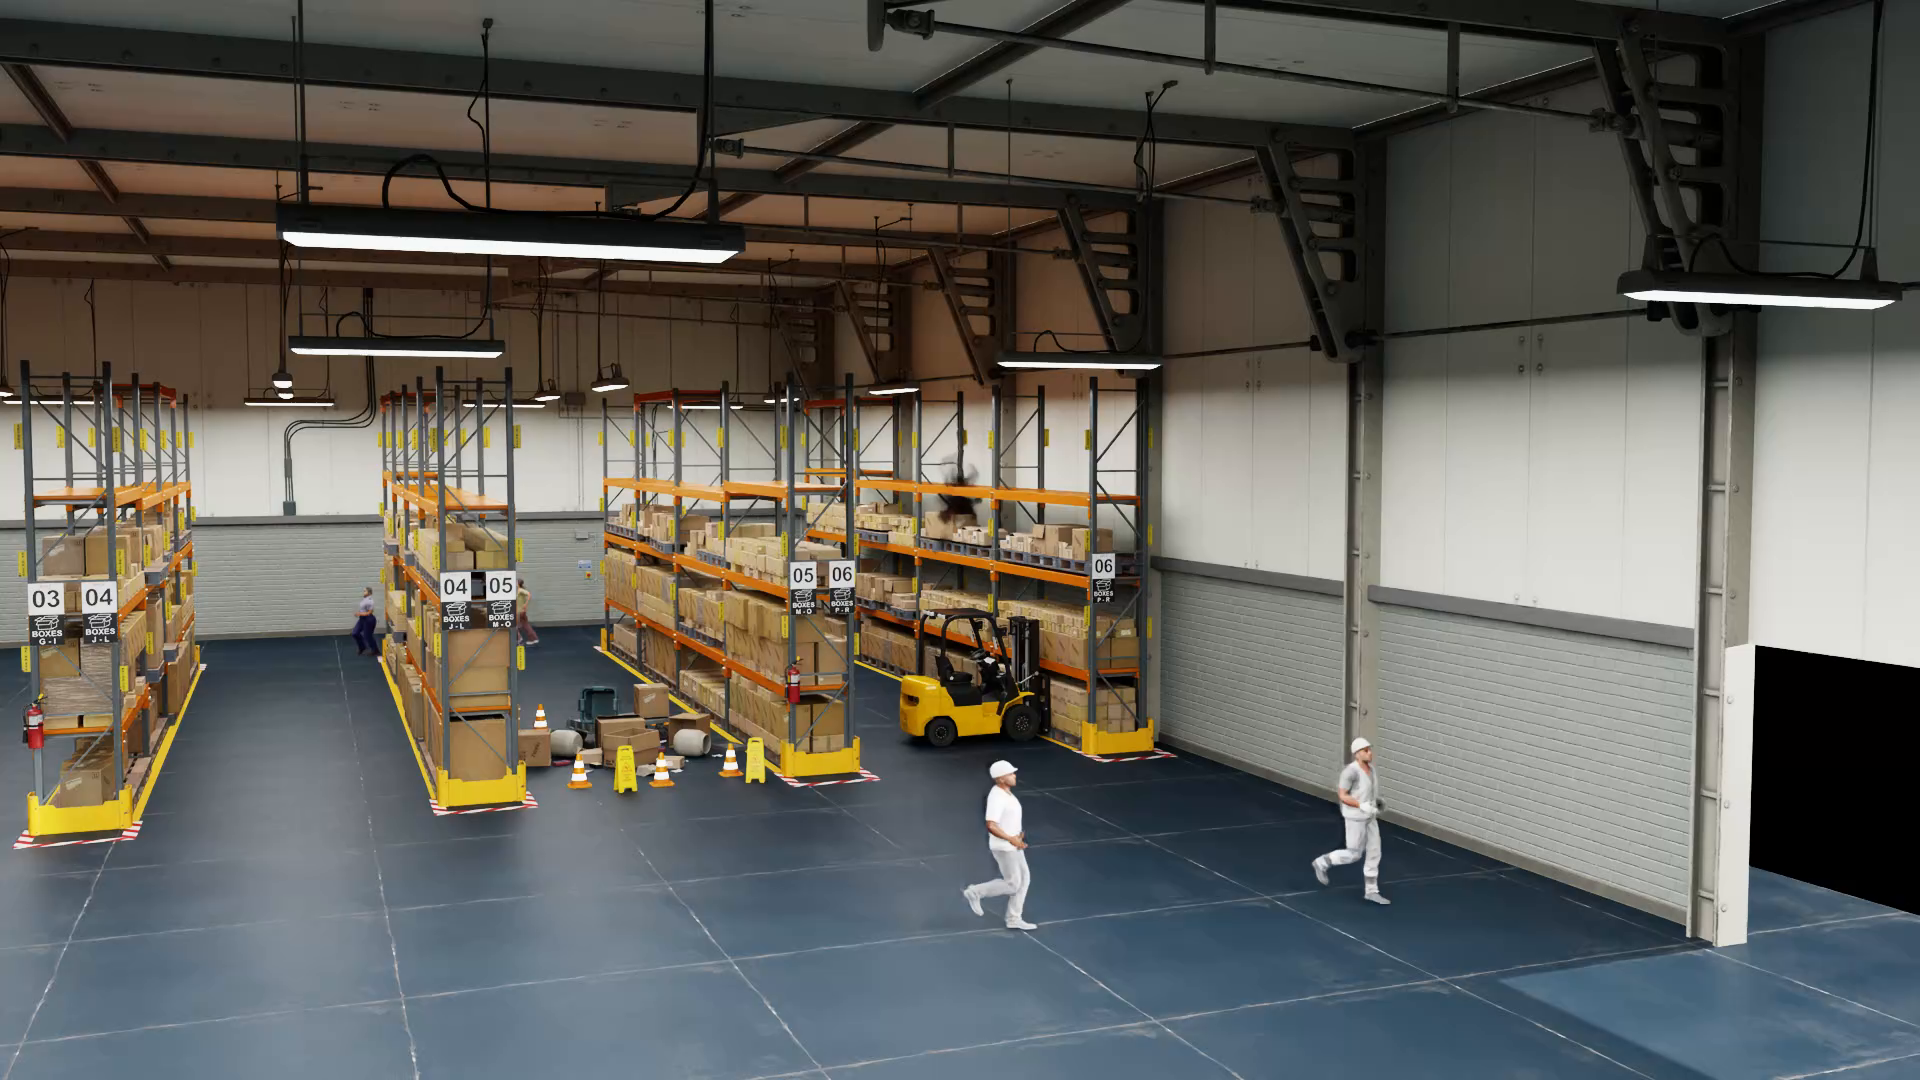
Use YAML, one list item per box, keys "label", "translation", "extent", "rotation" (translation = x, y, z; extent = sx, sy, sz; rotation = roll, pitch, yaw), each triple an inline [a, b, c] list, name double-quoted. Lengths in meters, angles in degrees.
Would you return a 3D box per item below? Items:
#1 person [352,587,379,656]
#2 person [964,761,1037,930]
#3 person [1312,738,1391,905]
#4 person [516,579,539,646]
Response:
- label: "person"
  translation: [-13.696, 1.894, 38.413]
  extent: [0.637, 1.646, 0.627]
  rotation: [3, 5, 44]
- label: "person"
  translation: [0.419, 3.119, 17.017]
  extent: [0.741, 1.735, 0.702]
  rotation: [1, 3, 10]
- label: "person"
  translation: [4.321, 3.033, 18.160]
  extent: [0.664, 1.781, 0.886]
  rotation: [-3, 5, -44]
- label: "person"
  translation: [-10.555, 1.759, 40.025]
  extent: [0.832, 1.665, 0.587]
  rotation: [-1, 4, -18]
